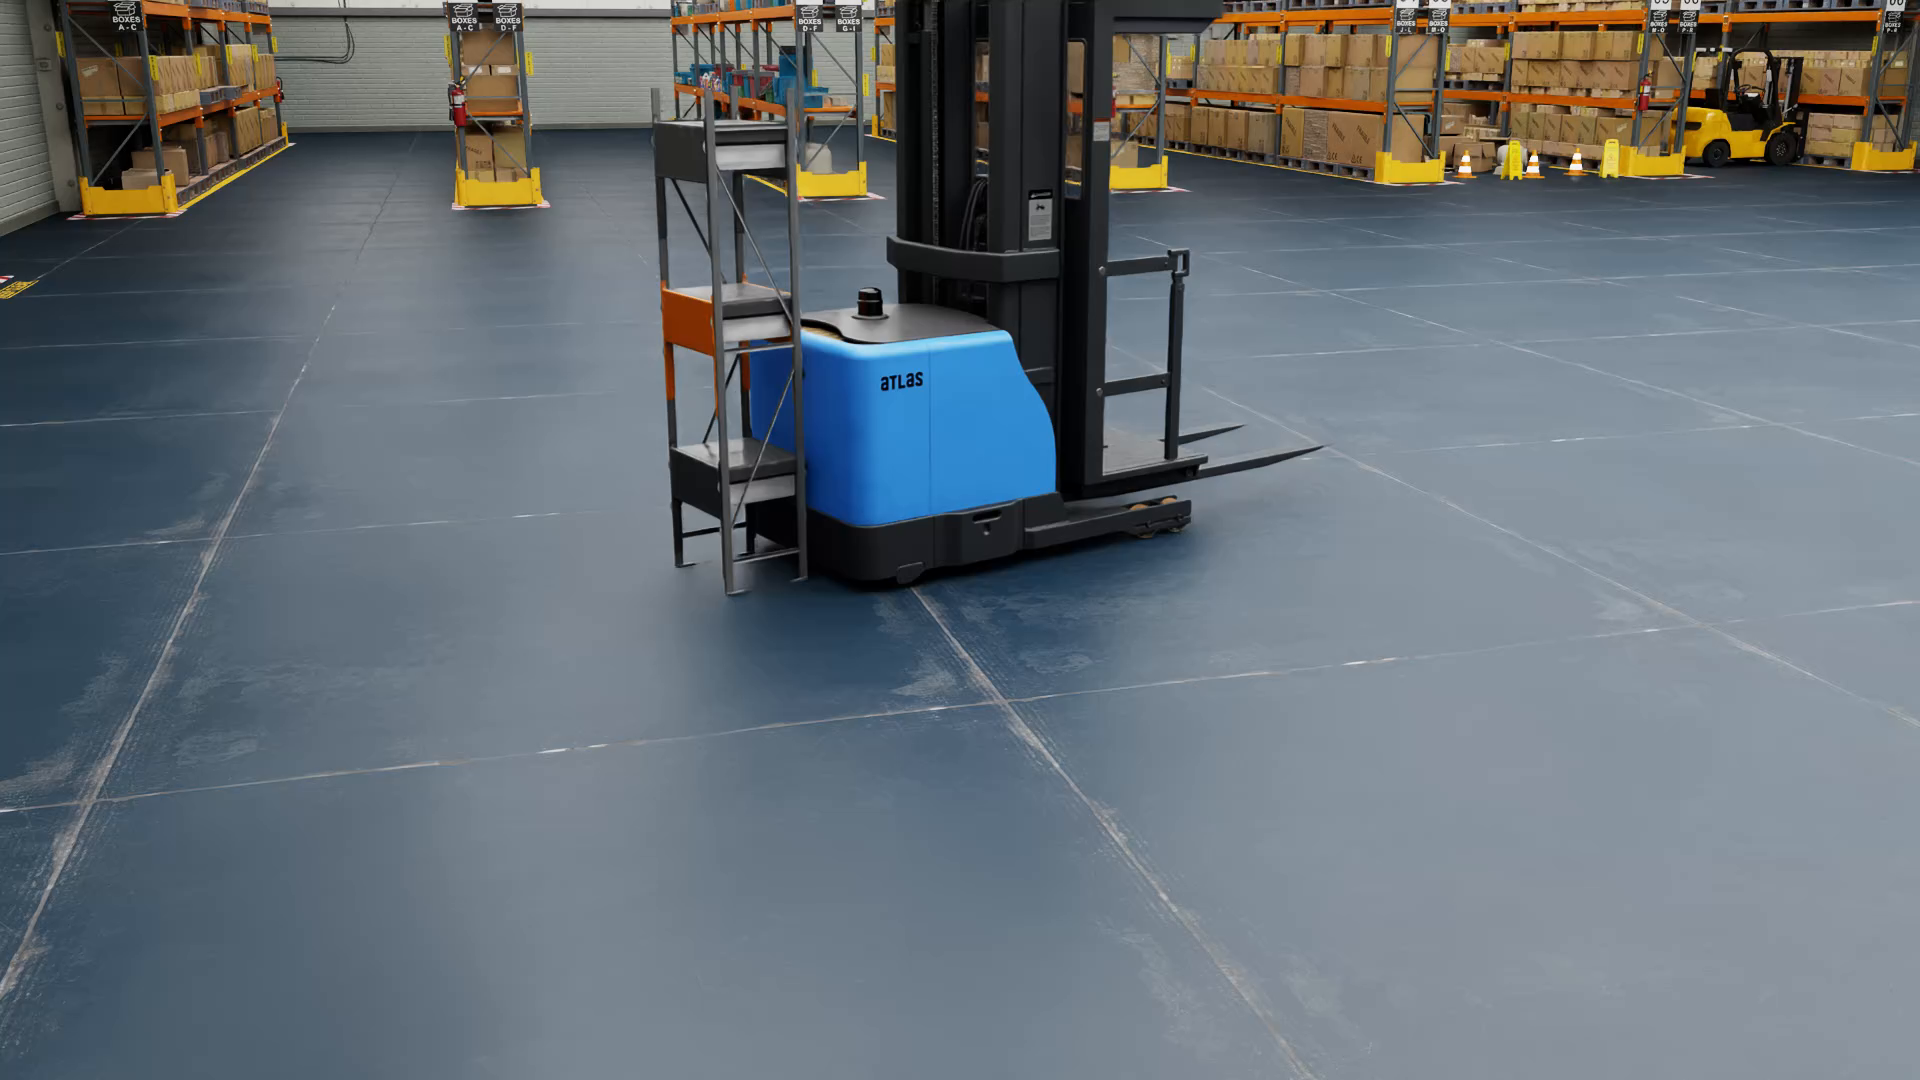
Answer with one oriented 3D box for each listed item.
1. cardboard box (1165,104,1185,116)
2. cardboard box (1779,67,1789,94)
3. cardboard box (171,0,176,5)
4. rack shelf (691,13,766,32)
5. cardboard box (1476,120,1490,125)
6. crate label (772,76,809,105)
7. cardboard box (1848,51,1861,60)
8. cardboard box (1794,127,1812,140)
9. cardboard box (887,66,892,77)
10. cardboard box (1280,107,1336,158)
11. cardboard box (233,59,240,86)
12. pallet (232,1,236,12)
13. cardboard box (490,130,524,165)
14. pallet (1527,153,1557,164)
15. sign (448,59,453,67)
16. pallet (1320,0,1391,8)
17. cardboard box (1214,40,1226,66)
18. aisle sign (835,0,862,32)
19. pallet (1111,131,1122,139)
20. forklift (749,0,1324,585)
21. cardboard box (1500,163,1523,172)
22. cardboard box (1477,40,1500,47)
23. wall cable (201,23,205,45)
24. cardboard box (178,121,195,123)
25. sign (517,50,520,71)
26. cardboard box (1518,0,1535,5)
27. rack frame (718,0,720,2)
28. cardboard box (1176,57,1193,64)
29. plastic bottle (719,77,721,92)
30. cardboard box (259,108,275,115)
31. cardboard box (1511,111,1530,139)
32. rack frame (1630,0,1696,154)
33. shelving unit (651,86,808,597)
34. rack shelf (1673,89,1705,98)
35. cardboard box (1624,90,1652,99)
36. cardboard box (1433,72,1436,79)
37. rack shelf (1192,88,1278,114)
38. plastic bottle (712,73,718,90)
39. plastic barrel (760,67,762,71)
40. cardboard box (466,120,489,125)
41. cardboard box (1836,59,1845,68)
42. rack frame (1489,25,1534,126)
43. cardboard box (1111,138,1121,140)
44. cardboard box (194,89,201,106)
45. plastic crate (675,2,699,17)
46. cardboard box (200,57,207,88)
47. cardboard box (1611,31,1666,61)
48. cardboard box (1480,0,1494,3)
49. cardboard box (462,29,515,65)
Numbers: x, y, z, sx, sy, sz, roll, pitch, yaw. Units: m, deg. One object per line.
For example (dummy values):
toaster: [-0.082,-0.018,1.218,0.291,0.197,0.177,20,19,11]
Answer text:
cardboard box: [4.802,-9.391,36.314,0.500,0.250,0.500,-4,17,-14]
cardboard box: [16.281,-8.908,32.221,0.500,0.500,0.500,-5,17,-15]
cardboard box: [-12.091,-8.309,24.975,0.500,0.500,0.500,-6,18,-20]
rack shelf: [-4.718,-10.610,34.098,1.077,0.370,4.000,-5,17,-15]
cardboard box: [13.359,-10.607,42.274,0.380,0.149,0.250,-5,18,-17]
crate label: [-2.735,-7.257,26.836,0.502,0.435,0.616,-5,17,-15]
cardboard box: [16.694,-8.970,30.782,0.380,0.149,0.250,-5,17,-15]
cardboard box: [16.369,-7.835,32.003,0.500,0.250,0.500,-5,17,-17]
cardboard box: [-1.448,-11.204,39.779,0.500,0.250,0.500,-5,18,-17]
cardboard box: [6.596,-7.619,31.064,0.875,0.875,0.875,-4,17,-14]
cardboard box: [-13.716,-8.682,30.916,0.500,0.500,0.500,-4,17,-13]
pallet: [-14.232,-10.011,31.180,1.003,0.211,1.213,-4,17,-13]
cardboard box: [-6.956,-6.047,25.613,0.500,0.500,0.500,-5,17,-15]
pallet: [11.440,-7.515,32.604,1.003,0.211,1.213,-5,17,-15]
sign: [-8.352,-7.939,27.293,0.100,0.325,0.005,-5,17,-15]
pallet: [7.037,-9.445,29.120,1.003,0.211,1.213,-5,17,-15]
cardboard box: [5.645,-9.983,34.060,0.700,0.500,0.500,-5,17,-16]
aisle sign: [-1.668,-8.001,24.854,0.394,0.787,0.004,-5,17,-15]
pallet: [4.073,-9.675,39.794,1.003,0.211,1.213,-5,17,-15]
forklift: [0.514,-1.521,7.922,3.031,2.935,1.130,-11,20,-33]
cardboard box: [10.019,-6.765,30.214,0.380,0.149,0.250,4,17,13]
cardboard box: [10.676,-10.035,33.598,0.380,0.149,0.250,-5,17,-17]
wall cable: [-17.154,-11.161,38.127,0.084,1.984,1.851,-5,17,-15]
cardboard box: [-13.084,-6.916,28.038,0.500,0.250,0.500,-5,17,-17]
sign: [-7.299,-7.965,27.612,0.100,0.325,0.005,-5,17,-15]
cardboard box: [11.080,-10.398,31.882,0.500,0.250,0.500,-5,17,-16]
rack frame: [-4.168,-11.838,31.721,1.000,3.000,0.127,-5,17,-15]
cardboard box: [4.815,-10.186,35.321,0.380,0.149,0.250,-5,18,-17]
plastic bottle: [-4.753,-9.051,33.073,0.061,0.283,0.133,-5,17,-15]
cardboard box: [-15.322,-9.432,36.625,0.380,0.149,0.250,-4,17,-14]
cardboard box: [11.124,-8.093,32.425,0.500,0.500,0.500,-4,17,-13]
rack frame: [12.321,-7.927,29.129,1.000,3.000,0.127,-5,17,-15]
shelving unit: [-0.982,-0.854,7.146,0.431,2.100,0.503,-11,20,-33]
rack shelf: [15.444,-9.636,36.067,1.077,0.370,4.000,-5,17,-15]
cardboard box: [12.013,-7.894,29.453,0.380,0.149,0.250,-4,17,-13]
cardboard box: [10.165,-9.879,35.331,0.380,0.149,0.250,-5,17,-15]
rack shelf: [5.941,-8.823,33.362,1.077,0.370,4.000,-5,17,-15]
plastic bottle: [-5.007,-9.383,34.061,0.144,0.351,0.185,-5,17,-15]
plastic barrel: [-3.680,-8.751,31.677,0.421,0.512,0.421,0,17,0]
cardboard box: [-9.434,-8.203,32.322,0.500,0.250,0.500,-4,17,-13]
cardboard box: [16.617,-8.898,31.059,0.380,0.149,0.250,-4,17,-14]
rack frame: [13.795,-11.640,41.489,1.000,3.000,0.127,-5,17,-15]
cardboard box: [2.440,-6.485,27.941,0.500,0.500,0.500,0,17,-1]
cardboard box: [-12.173,-6.906,25.955,0.500,0.250,0.500,-5,17,-15]
plastic crate: [-6.211,-12.141,38.049,0.504,0.338,0.767,-5,17,-15]
cardboard box: [-13.059,-7.812,27.808,0.700,0.500,0.500,-2,17,-8]
cardboard box: [11.971,-8.721,29.341,0.700,0.500,0.500,-5,17,-17]
cardboard box: [10.788,-10.890,33.309,0.500,0.250,0.500,-4,17,-15]
cardboard box: [-6.864,-7.176,24.198,0.700,0.500,0.500,-5,17,-15]
